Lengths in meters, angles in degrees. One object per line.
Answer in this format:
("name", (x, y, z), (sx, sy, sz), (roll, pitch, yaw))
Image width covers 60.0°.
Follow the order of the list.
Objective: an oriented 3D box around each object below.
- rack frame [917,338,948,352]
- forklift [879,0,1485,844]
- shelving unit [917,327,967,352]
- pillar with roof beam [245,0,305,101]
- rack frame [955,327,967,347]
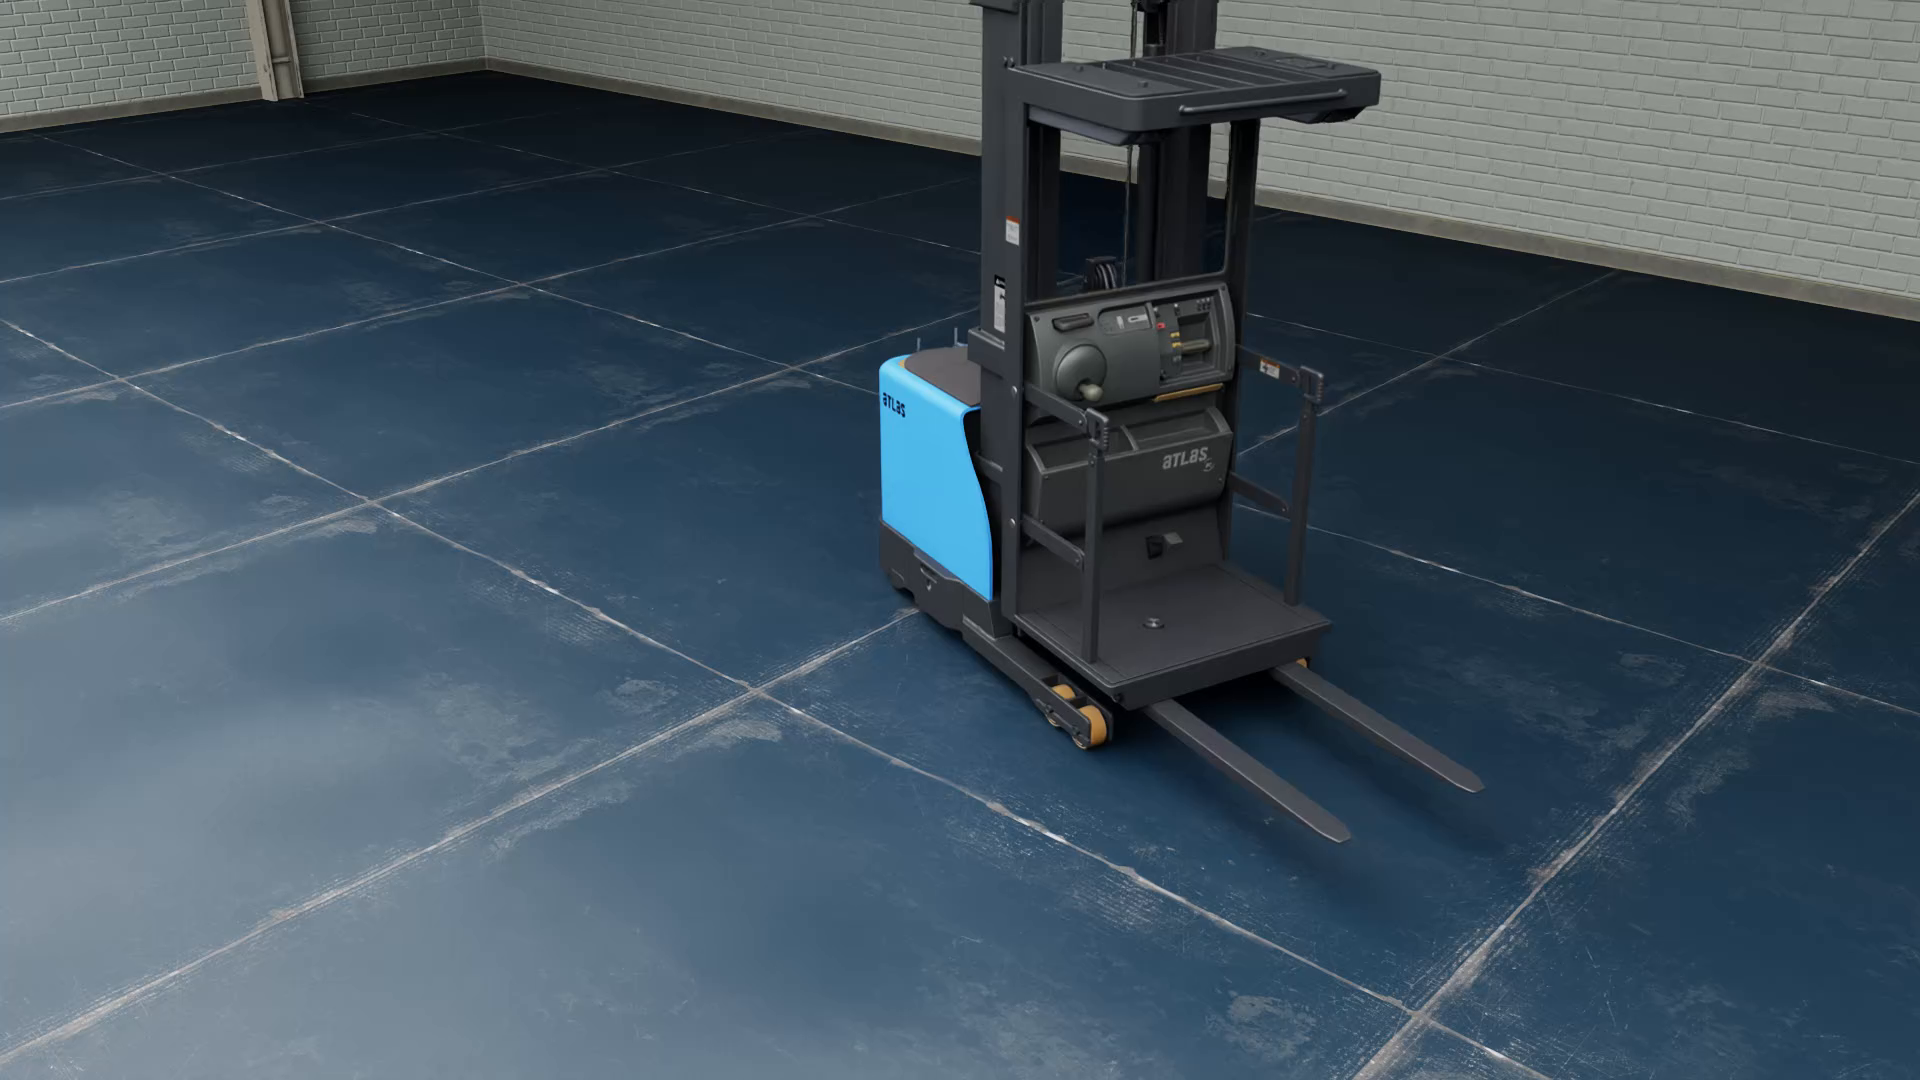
("rack frame", (-0.129, -0.438, 7.943), (0.008, 1.050, 0.200), (-22, 32, -39))
("forklift", (0.790, -0.742, 6.323), (1.130, 2.935, 3.031), (-13, 27, -27))
("shelving unit", (-0.041, -0.473, 8.020), (0.252, 1.050, 0.215), (-22, 32, -39))
("pillar with roof beam", (-5.043, -8.320, 15.807), (9.100, 9.000, 0.400), (20, 31, 38))
("rack frame", (0.046, -0.507, 8.098), (0.008, 1.050, 0.200), (-22, 32, -39))
